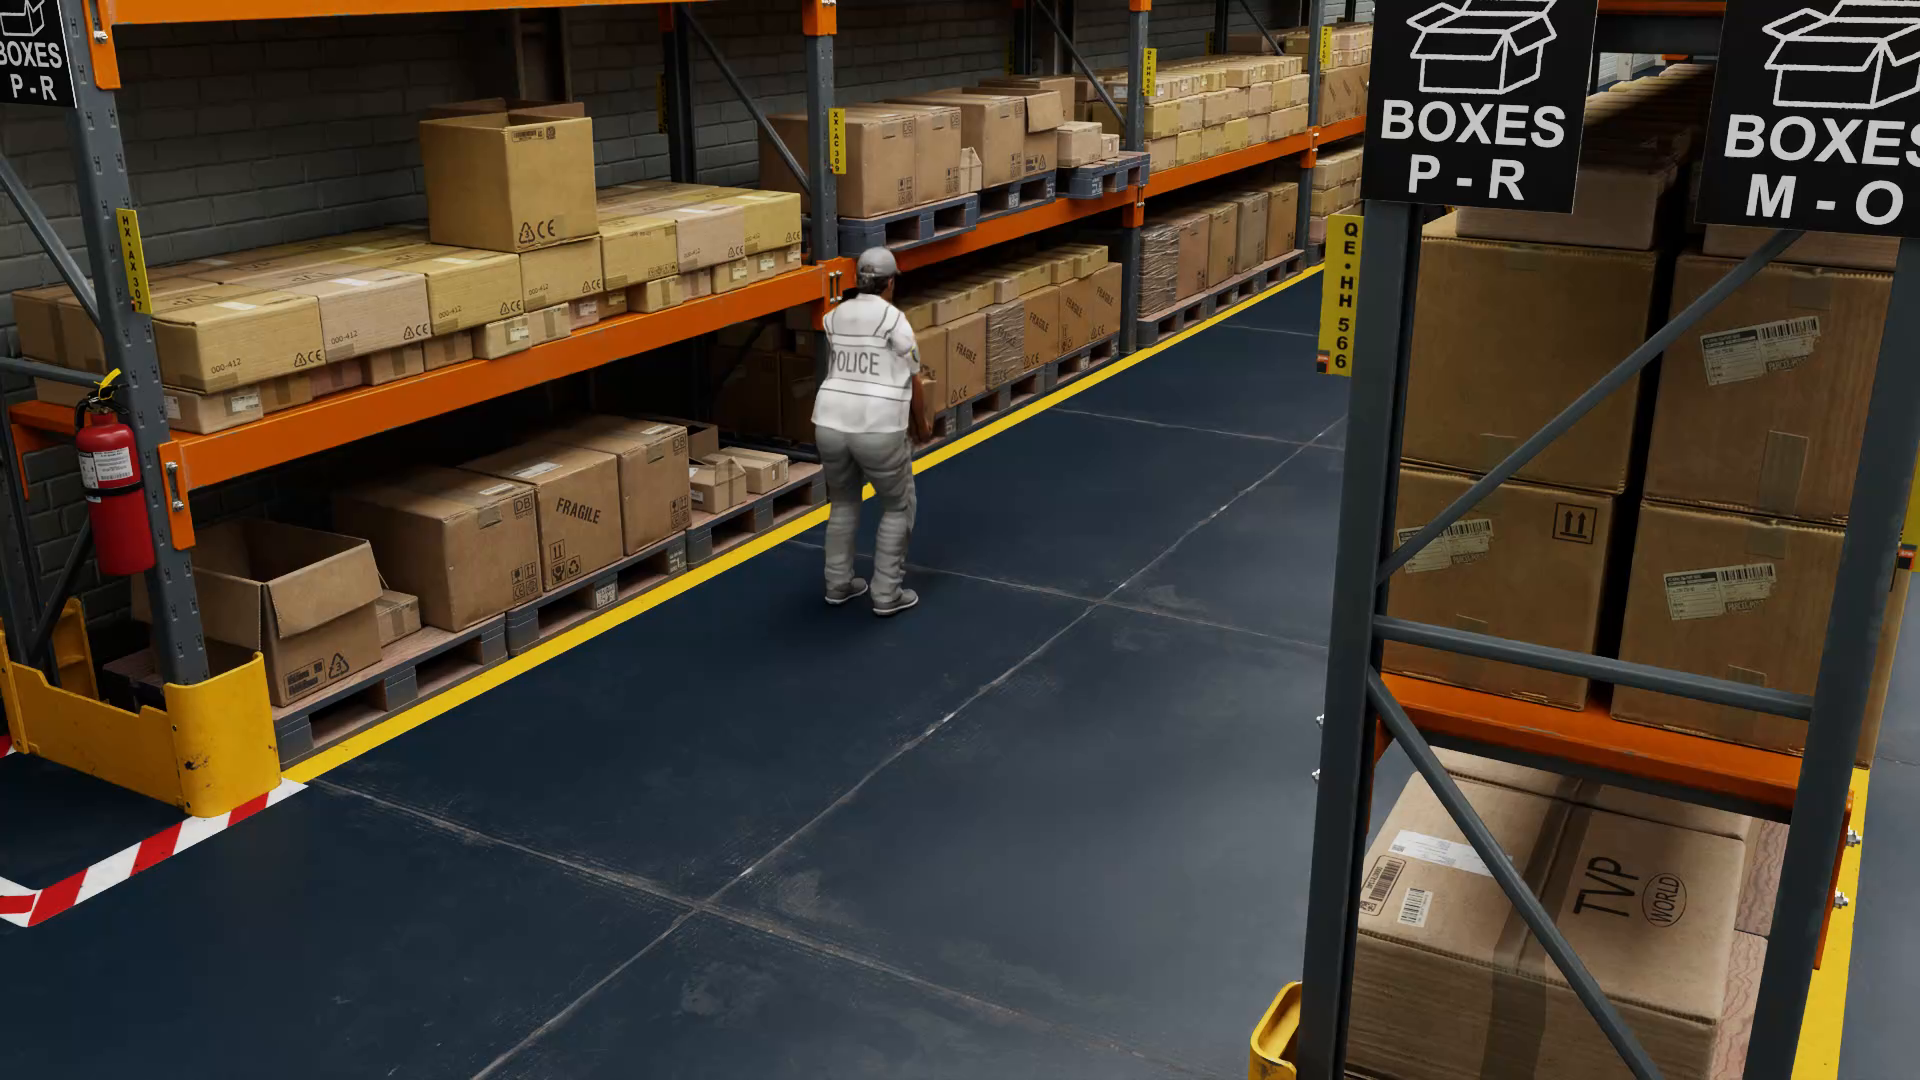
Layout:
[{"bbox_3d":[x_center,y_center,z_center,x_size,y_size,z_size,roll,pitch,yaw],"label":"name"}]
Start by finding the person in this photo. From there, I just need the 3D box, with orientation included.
[{"bbox_3d":[-0.396,-0.492,7.507,0.452,1.638,0.581,10,22,26],"label":"person"}]
